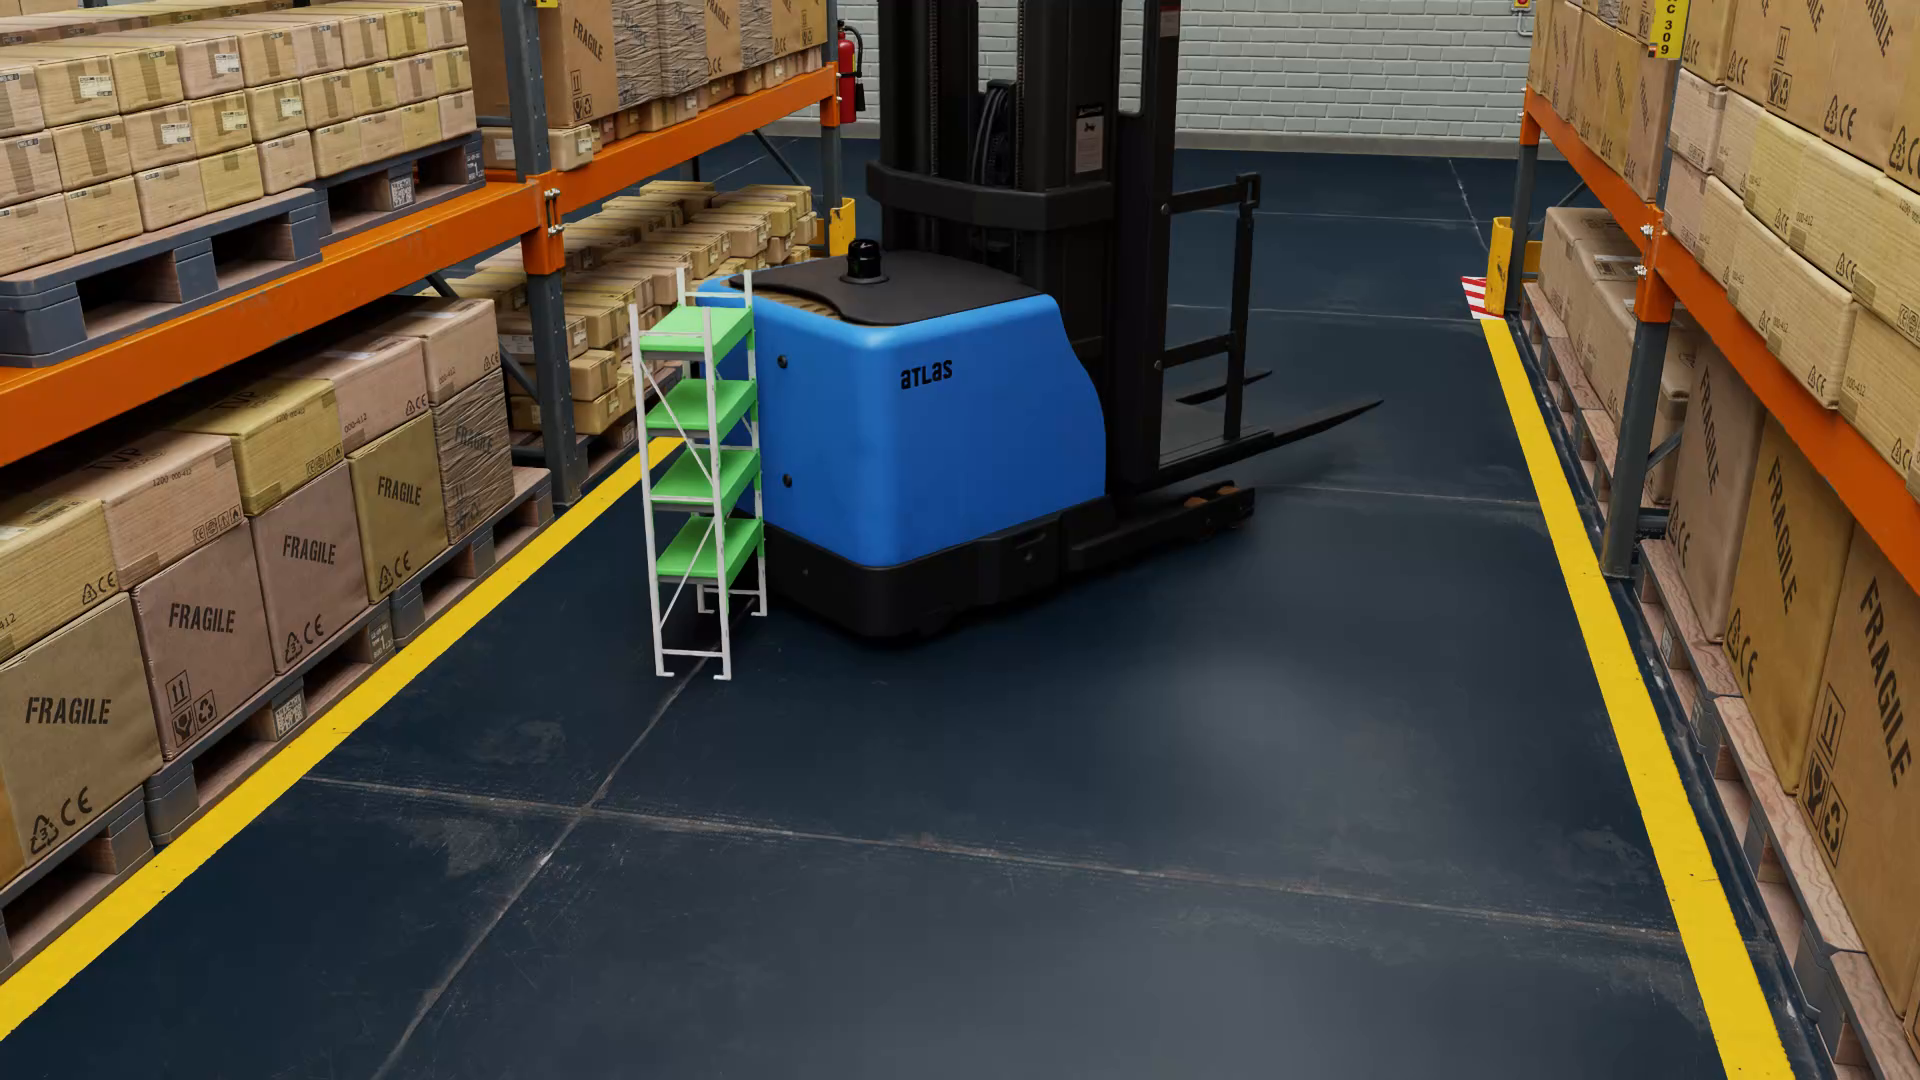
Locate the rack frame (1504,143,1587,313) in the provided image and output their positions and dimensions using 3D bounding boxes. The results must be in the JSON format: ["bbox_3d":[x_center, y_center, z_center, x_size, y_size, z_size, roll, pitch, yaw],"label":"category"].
[{"bbox_3d":[3.642,-2.698,9.038,1.000,3.000,0.127,4,22,11],"label":"rack frame"}]

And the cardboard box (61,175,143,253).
[{"bbox_3d":[-2.300,-0.824,4.159,0.380,0.149,0.250,5,22,12],"label":"cardboard box"}]

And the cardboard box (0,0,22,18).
[{"bbox_3d":[-6.003,-3.139,9.935,0.500,0.250,0.500,4,22,10],"label":"cardboard box"}]

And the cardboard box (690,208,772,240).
[{"bbox_3d":[-1.236,-1.692,8.997,0.380,0.149,0.250,4,22,9],"label":"cardboard box"}]

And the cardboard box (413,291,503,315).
[{"bbox_3d":[-2.210,-0.970,7.205,0.380,0.149,0.250,5,22,12],"label":"cardboard box"}]

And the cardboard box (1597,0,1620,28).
[{"bbox_3d":[2.858,-2.311,6.604,0.500,0.500,0.500,5,22,12],"label":"cardboard box"}]

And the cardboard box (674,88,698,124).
[{"bbox_3d":[-1.442,-2.023,7.698,0.380,0.149,0.250,5,23,13],"label":"cardboard box"}]

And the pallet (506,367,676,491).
[{"bbox_3d":[-1.939,-0.530,7.388,1.003,0.211,1.213,4,22,11],"label":"pallet"}]

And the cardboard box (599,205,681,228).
[{"bbox_3d":[-1.749,-1.732,9.096,0.380,0.149,0.250,3,22,8],"label":"cardboard box"}]

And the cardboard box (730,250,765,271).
[{"bbox_3d":[-1.251,-1.453,8.803,0.380,0.149,0.250,5,22,12],"label":"cardboard box"}]

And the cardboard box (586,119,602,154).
[{"bbox_3d":[-1.683,-1.638,6.741,0.380,0.149,0.250,5,22,12],"label":"cardboard box"}]

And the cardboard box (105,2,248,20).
[{"bbox_3d":[-2.623,-1.718,5.583,0.380,0.149,0.250,5,22,12],"label":"cardboard box"}]

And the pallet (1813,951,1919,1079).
[{"bbox_3d":[2.244,1.239,2.996,1.003,0.211,1.213,4,22,11],"label":"pallet"}]

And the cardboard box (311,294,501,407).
[{"bbox_3d":[-1.946,-0.667,5.775,0.500,0.250,0.500,4,22,9],"label":"cardboard box"}]

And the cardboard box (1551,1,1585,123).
[{"bbox_3d":[3.065,-2.219,7.714,0.500,0.500,0.500,4,22,11],"label":"cardboard box"}]

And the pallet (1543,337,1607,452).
[{"bbox_3d":[3.304,-0.661,7.713,1.003,0.211,1.213,4,22,11],"label":"pallet"}]

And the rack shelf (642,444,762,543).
[{"bbox_3d":[-0.813,-0.154,5.300,0.258,0.148,0.480,3,22,7],"label":"rack shelf"}]

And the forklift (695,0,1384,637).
[{"bbox_3d":[0.511,-1.485,6.118,3.031,2.935,1.130,-19,28,-38],"label":"forklift"}]

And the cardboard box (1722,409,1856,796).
[{"bbox_3d":[2.600,0.119,4.324,0.875,0.875,0.875,5,22,12],"label":"cardboard box"}]

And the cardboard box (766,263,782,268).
[{"bbox_3d":[-1.220,-1.511,9.343,0.380,0.149,0.250,4,22,11],"label":"cardboard box"}]

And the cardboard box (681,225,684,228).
[{"bbox_3d":[-1.658,-1.685,9.377,0.380,0.149,0.250,5,22,12],"label":"cardboard box"}]

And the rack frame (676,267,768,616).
[{"bbox_3d":[-0.782,-0.303,5.500,0.240,1.200,0.015,3,22,7],"label":"rack frame"}]

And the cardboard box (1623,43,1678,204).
[{"bbox_3d":[2.670,-1.471,5.856,0.500,0.500,0.500,5,22,11],"label":"cardboard box"}]

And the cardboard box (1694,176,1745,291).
[{"bbox_3d":[2.373,-0.835,4.614,0.500,0.250,0.500,4,22,10],"label":"cardboard box"}]

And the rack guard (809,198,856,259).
[{"bbox_3d":[-1.240,-1.851,10.281,1.175,0.500,0.348,4,22,11],"label":"rack guard"}]

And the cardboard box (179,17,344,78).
[{"bbox_3d":[-2.094,-1.479,4.989,0.380,0.149,0.250,4,22,11],"label":"cardboard box"}]

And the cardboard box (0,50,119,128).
[{"bbox_3d":[-2.307,-1.102,4.052,0.380,0.149,0.250,5,23,13],"label":"cardboard box"}]

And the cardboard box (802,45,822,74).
[{"bbox_3d":[-1.015,-2.781,9.580,0.380,0.149,0.250,4,22,11],"label":"cardboard box"}]

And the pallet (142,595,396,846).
[{"bbox_3d":[-2.445,0.450,4.953,1.003,0.211,1.213,4,22,11],"label":"pallet"}]

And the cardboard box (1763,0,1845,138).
[{"bbox_3d":[2.273,-1.235,3.932,0.500,0.500,0.500,4,22,10],"label":"cardboard box"}]

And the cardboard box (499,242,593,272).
[{"bbox_3d":[-2.029,-1.356,8.164,0.380,0.149,0.250,4,22,9],"label":"cardboard box"}]

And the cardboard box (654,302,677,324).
[{"bbox_3d":[-1.539,-1.083,7.882,0.380,0.149,0.250,6,23,13],"label":"cardboard box"}]

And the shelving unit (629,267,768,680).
[{"bbox_3d":[-0.813,-0.213,5.276,0.258,1.200,0.503,3,22,7],"label":"shelving unit"}]

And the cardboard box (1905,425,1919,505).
[{"bbox_3d":[1.947,-0.095,2.776,0.500,0.250,0.500,5,22,12],"label":"cardboard box"}]

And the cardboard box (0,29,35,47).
[{"bbox_3d":[-2.835,-1.348,4.663,0.380,0.149,0.250,5,23,13],"label":"cardboard box"}]

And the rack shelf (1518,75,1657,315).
[{"bbox_3d":[3.234,-1.633,7.356,1.077,0.370,4.000,4,22,11],"label":"rack shelf"}]

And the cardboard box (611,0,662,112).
[{"bbox_3d":[-1.599,-2.103,7.029,0.500,0.500,0.500,4,22,11],"label":"cardboard box"}]

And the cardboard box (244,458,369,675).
[{"bbox_3d":[-2.159,0.054,4.988,0.500,0.500,0.500,4,22,10],"label":"cardboard box"}]

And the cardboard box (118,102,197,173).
[{"bbox_3d":[-2.250,-1.060,4.347,0.380,0.149,0.250,5,23,13],"label":"cardboard box"}]

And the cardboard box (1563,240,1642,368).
[{"bbox_3d":[3.426,-1.120,7.987,0.875,0.438,0.875,5,22,12],"label":"cardboard box"}]

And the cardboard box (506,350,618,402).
[{"bbox_3d":[-1.654,-0.694,6.918,0.380,0.149,0.250,5,23,13],"label":"cardboard box"}]

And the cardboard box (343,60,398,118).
[{"bbox_3d":[-2.035,-1.444,5.300,0.380,0.149,0.250,5,23,13],"label":"cardboard box"}]

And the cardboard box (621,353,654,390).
[{"bbox_3d":[-1.598,-0.749,7.452,0.380,0.149,0.250,4,22,11],"label":"cardboard box"}]

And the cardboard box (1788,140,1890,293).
[{"bbox_3d":[2.150,-0.698,3.602,0.500,0.250,0.500,4,22,9],"label":"cardboard box"}]

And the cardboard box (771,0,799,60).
[{"bbox_3d":[-1.175,-2.851,8.885,0.500,0.500,0.500,4,22,10],"label":"cardboard box"}]

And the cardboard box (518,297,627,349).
[{"bbox_3d":[-1.654,-0.930,7.106,0.380,0.149,0.250,6,23,14],"label":"cardboard box"}]

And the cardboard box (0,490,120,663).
[{"bbox_3d":[-2.376,0.085,3.907,0.500,0.250,0.500,4,22,10],"label":"cardboard box"}]

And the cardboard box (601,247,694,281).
[{"bbox_3d":[-1.513,-1.316,8.065,0.380,0.149,0.250,4,22,9],"label":"cardboard box"}]

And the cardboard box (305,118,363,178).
[{"bbox_3d":[-2.085,-1.216,5.131,0.380,0.149,0.250,3,22,8],"label":"cardboard box"}]

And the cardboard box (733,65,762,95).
[{"bbox_3d":[-1.250,-2.411,8.661,0.380,0.149,0.250,3,22,9],"label":"cardboard box"}]
